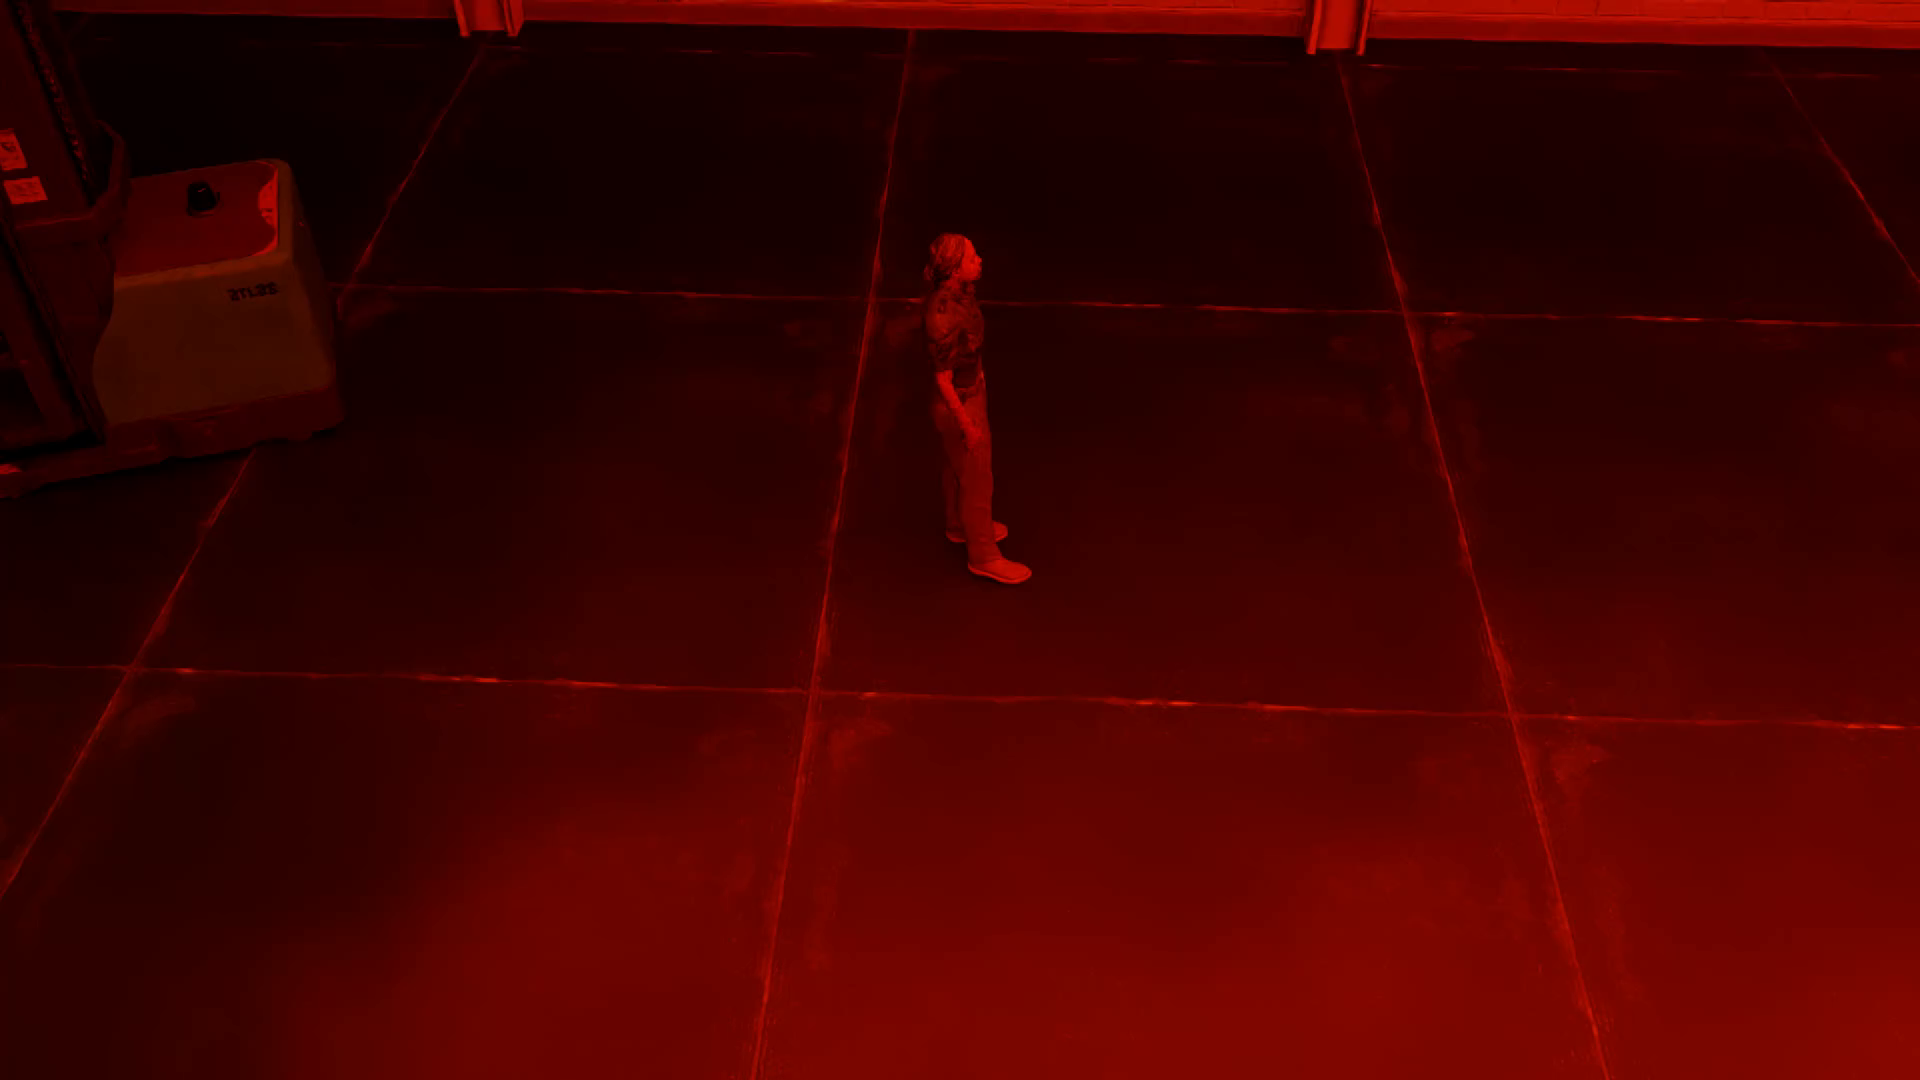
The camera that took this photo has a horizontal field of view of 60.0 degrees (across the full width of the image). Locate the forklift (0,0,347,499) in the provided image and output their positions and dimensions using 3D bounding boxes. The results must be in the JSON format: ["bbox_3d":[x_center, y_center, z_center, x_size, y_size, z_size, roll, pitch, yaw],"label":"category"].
[{"bbox_3d":[-4.711,-1.644,7.544,3.031,2.935,1.130,-12,44,-13],"label":"forklift"}]

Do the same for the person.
[{"bbox_3d":[0.087,-0.600,7.336,0.503,1.654,0.570,2,42,2],"label":"person"}]
